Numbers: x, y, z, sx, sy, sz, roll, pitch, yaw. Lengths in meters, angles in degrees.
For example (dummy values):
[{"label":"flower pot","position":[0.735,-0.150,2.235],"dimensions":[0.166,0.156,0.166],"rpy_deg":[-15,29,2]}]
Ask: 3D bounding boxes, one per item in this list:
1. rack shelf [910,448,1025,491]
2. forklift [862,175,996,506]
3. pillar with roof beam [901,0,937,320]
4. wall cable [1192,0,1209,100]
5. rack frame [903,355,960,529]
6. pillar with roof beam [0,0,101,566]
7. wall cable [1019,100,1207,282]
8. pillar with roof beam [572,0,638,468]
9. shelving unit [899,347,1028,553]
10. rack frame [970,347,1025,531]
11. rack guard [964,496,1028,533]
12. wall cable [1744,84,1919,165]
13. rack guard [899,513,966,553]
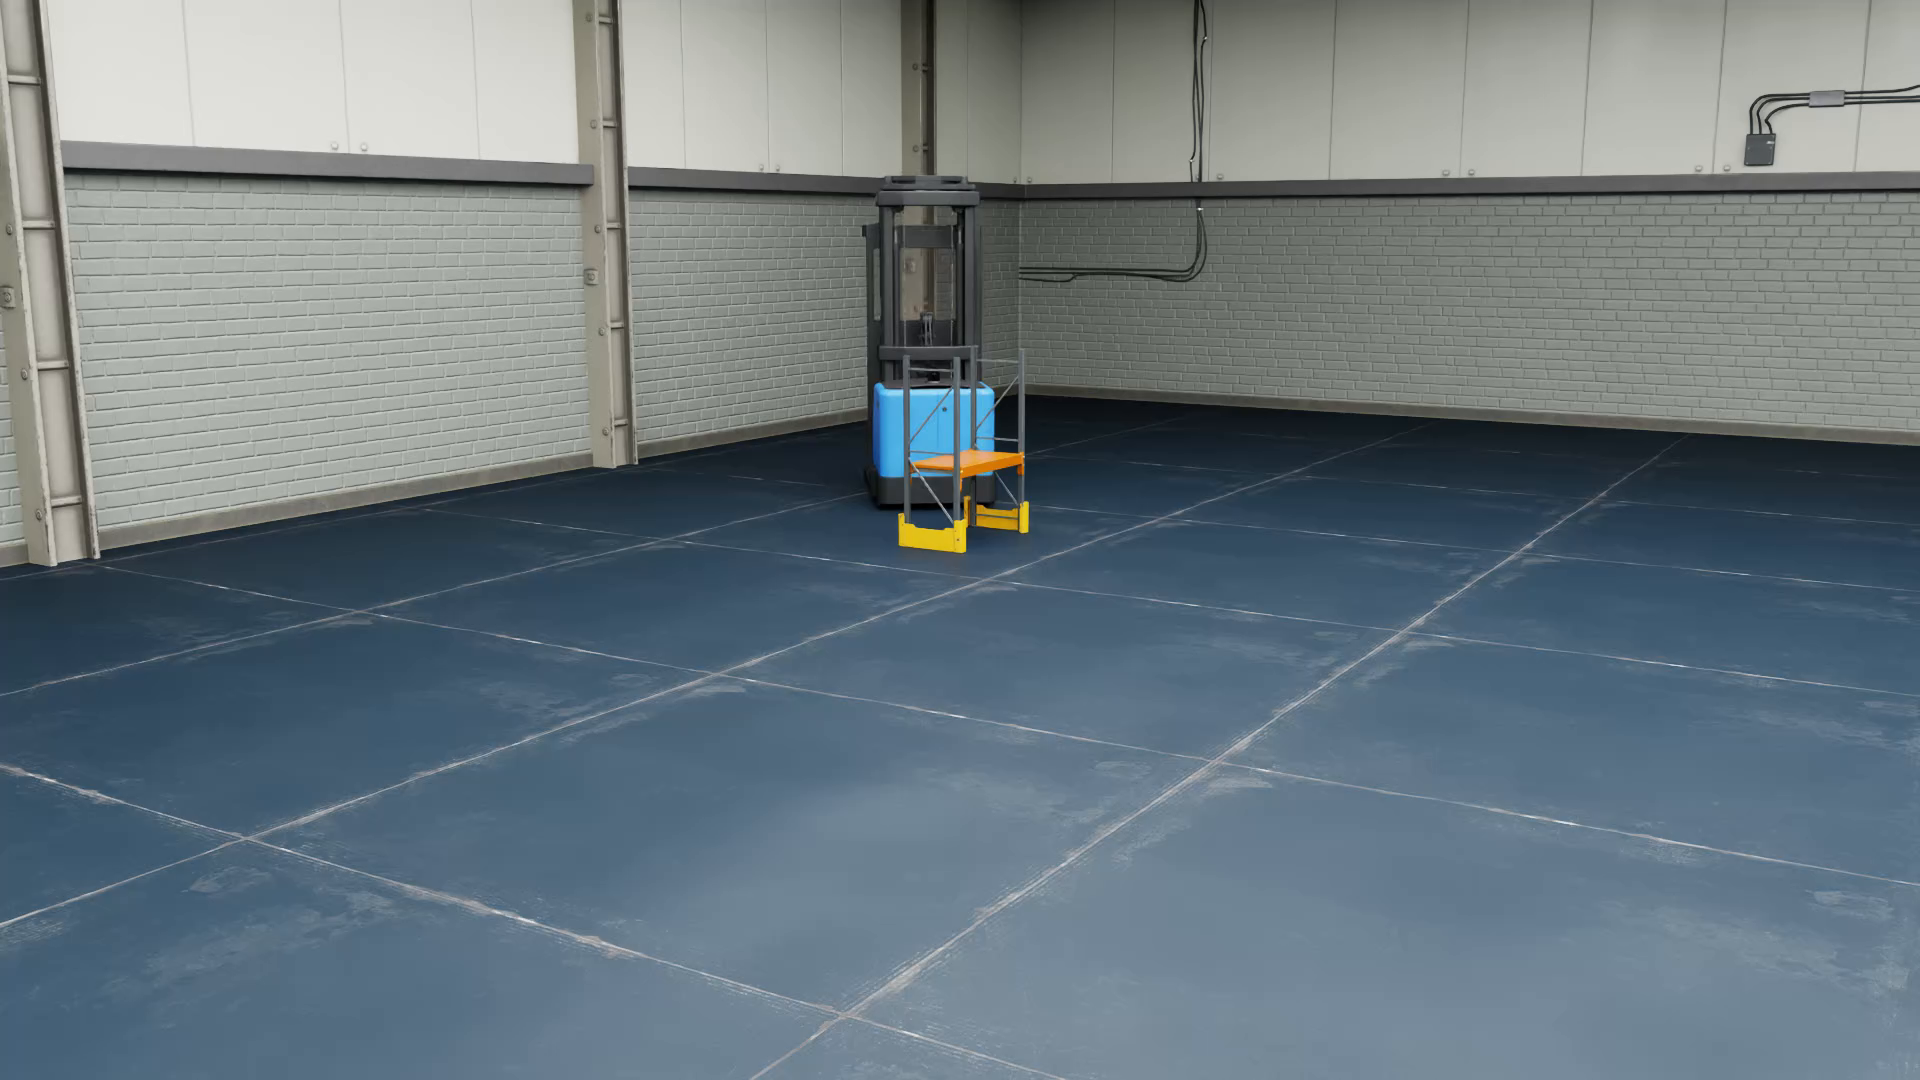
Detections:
[{"label":"rack shelf","position":[0.044,-0.574,13.335],"dimensions":[0.538,0.185,1.000],"rpy_deg":[6,12,31]},{"label":"forklift","position":[-0.362,-1.971,15.933],"dimensions":[1.130,2.935,3.031],"rpy_deg":[-1,11,-6]},{"label":"pillar with roof beam","position":[3.139,-5.749,19.623],"dimensions":[9.100,9.000,0.400],"rpy_deg":[6,12,31]},{"label":"wall cable","position":[4.432,-7.195,22.061],"dimensions":[3.097,2.526,0.112],"rpy_deg":[6,12,31]},{"label":"rack frame","position":[-0.220,-0.671,12.875],"dimensions":[0.500,1.500,0.032],"rpy_deg":[6,12,31]},{"label":"pillar with roof beam","position":[-3.091,-3.862,9.543],"dimensions":[9.100,9.000,0.400],"rpy_deg":[6,12,31]},{"label":"wall cable","position":[2.120,-4.971,23.906],"dimensions":[3.097,2.526,0.112],"rpy_deg":[6,12,31]},{"label":"pillar with roof beam","position":[0.024,-4.806,14.583],"dimensions":[9.100,9.000,0.400],"rpy_deg":[6,12,31]},{"label":"shelving unit","position":[0.040,-0.749,13.295],"dimensions":[0.587,1.500,1.083],"rpy_deg":[6,12,31]},{"label":"rack frame","position":[0.308,-0.831,13.729],"dimensions":[0.500,1.500,0.032],"rpy_deg":[6,12,31]},{"label":"rack guard","position":[0.298,-0.213,13.828],"dimensions":[0.587,0.250,0.087],"rpy_deg":[6,12,31]},{"label":"wall cable","position":[10.225,-7.260,18.449],"dimensions":[2.305,6.003,0.169],"rpy_deg":[6,12,31]},{"label":"rack guard","position":[-0.219,-0.057,12.991],"dimensions":[0.587,0.250,0.087],"rpy_deg":[6,12,31]}]
